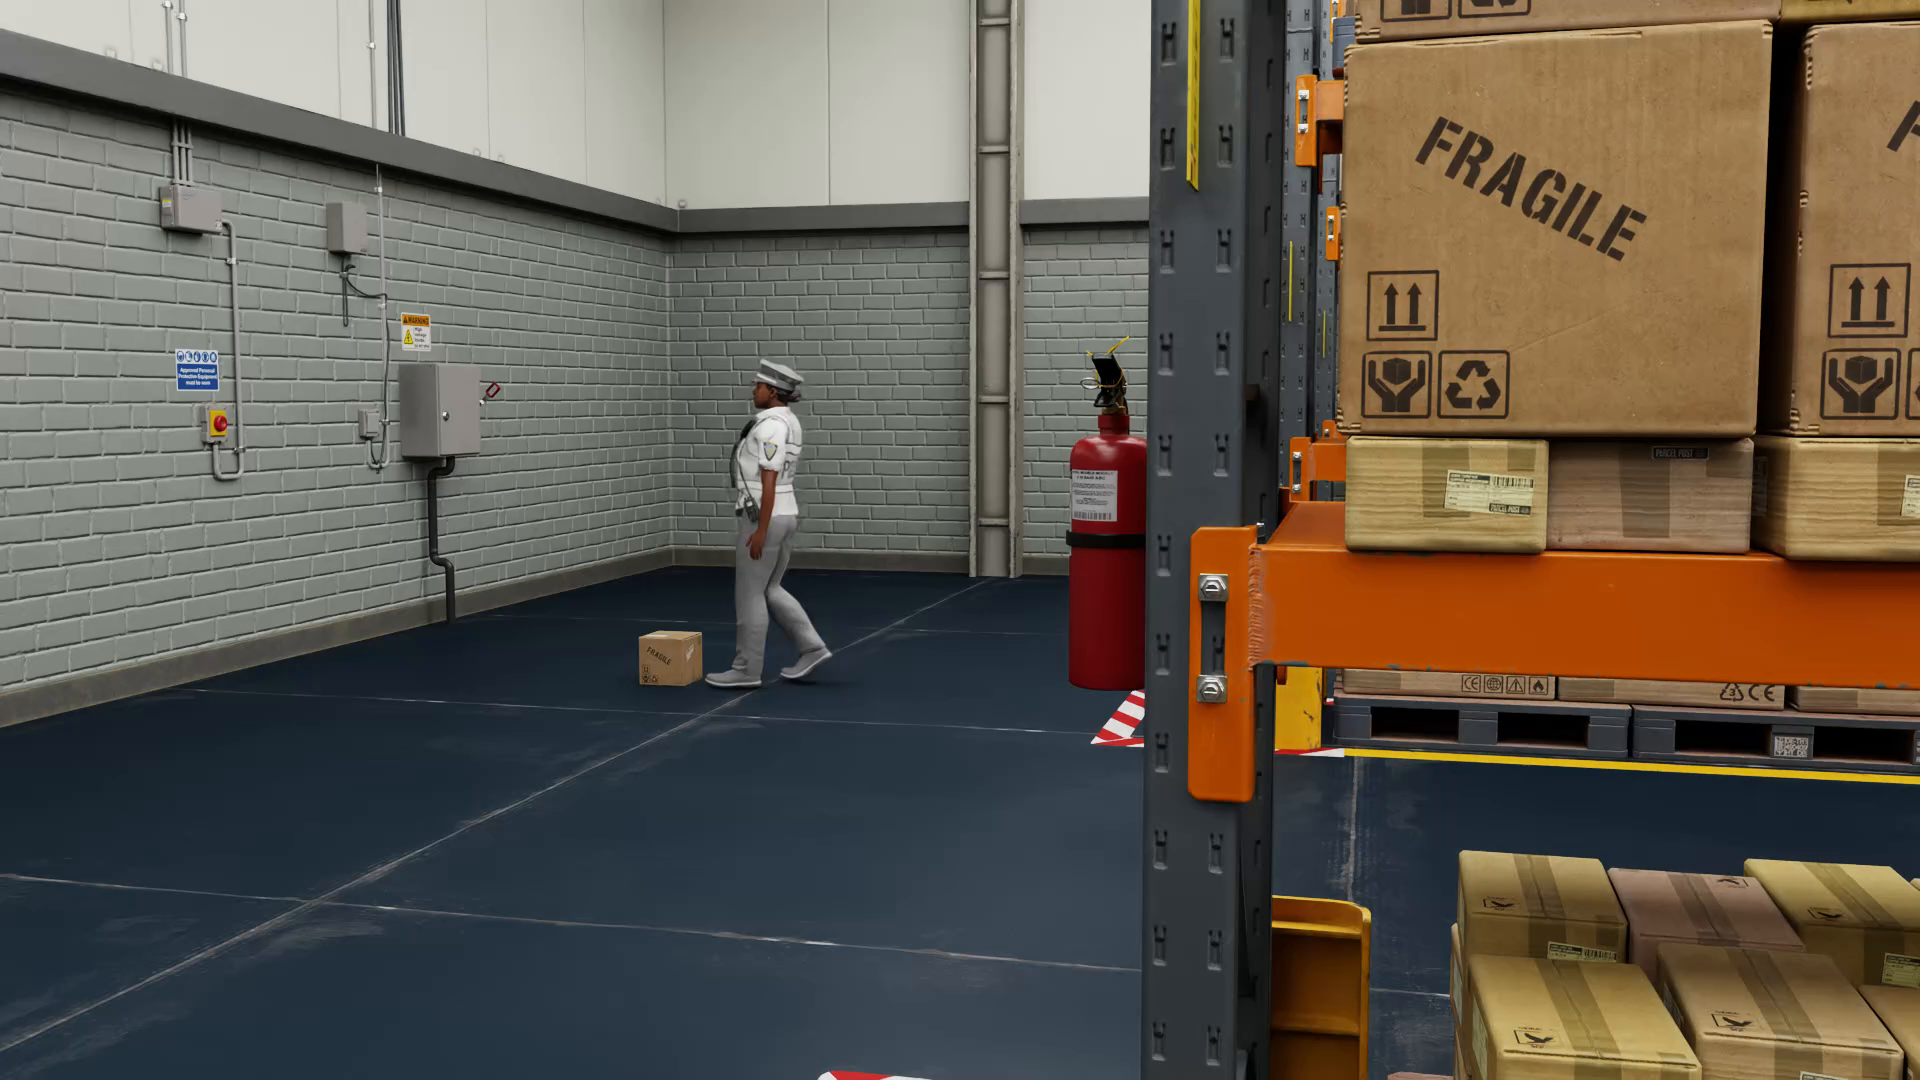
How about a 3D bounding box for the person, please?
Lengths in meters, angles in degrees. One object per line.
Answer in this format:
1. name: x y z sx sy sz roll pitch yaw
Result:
1. person: -0.997 -0.092 8.570 0.623 1.685 0.465 1 5 8
